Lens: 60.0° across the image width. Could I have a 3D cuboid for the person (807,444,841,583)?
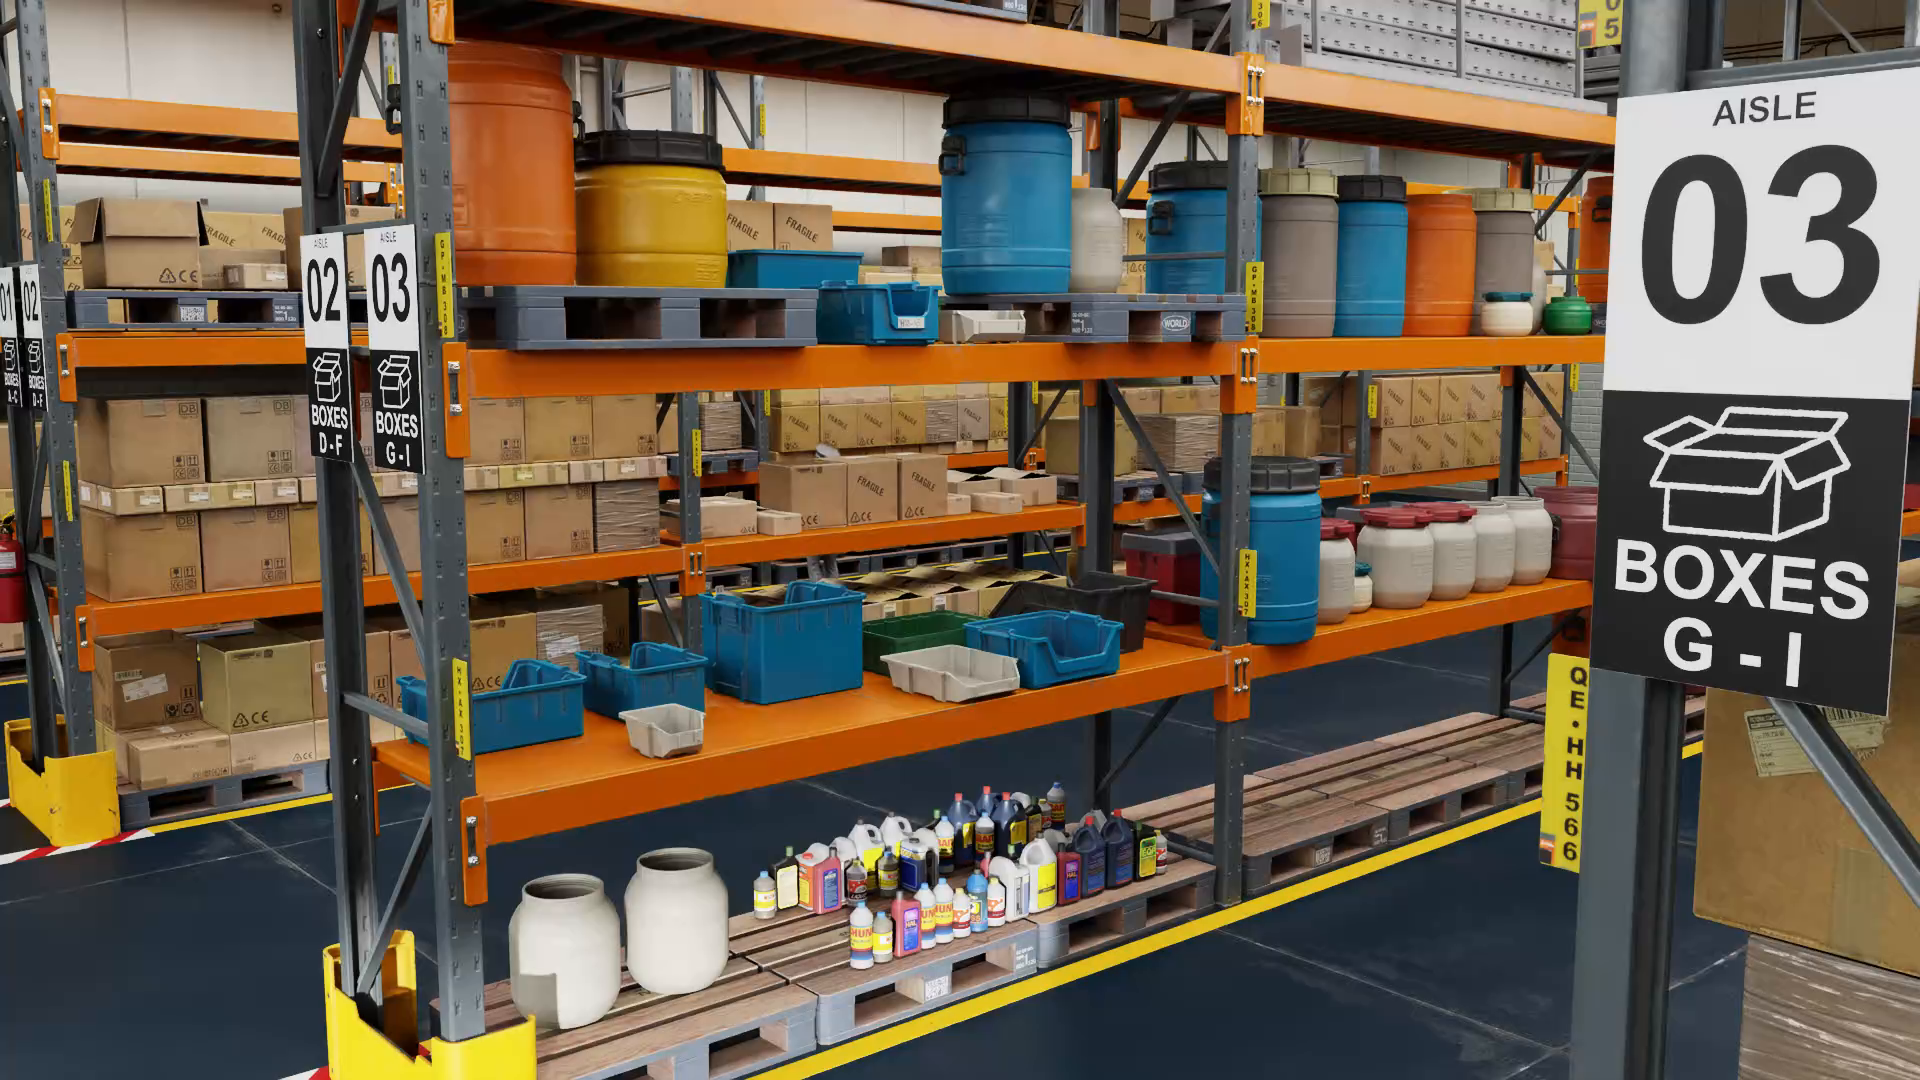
[{"bbox_3d":[-1.400,-0.122,16.597,0.469,1.690,0.550,-7,10,-41],"label":"person"}]
